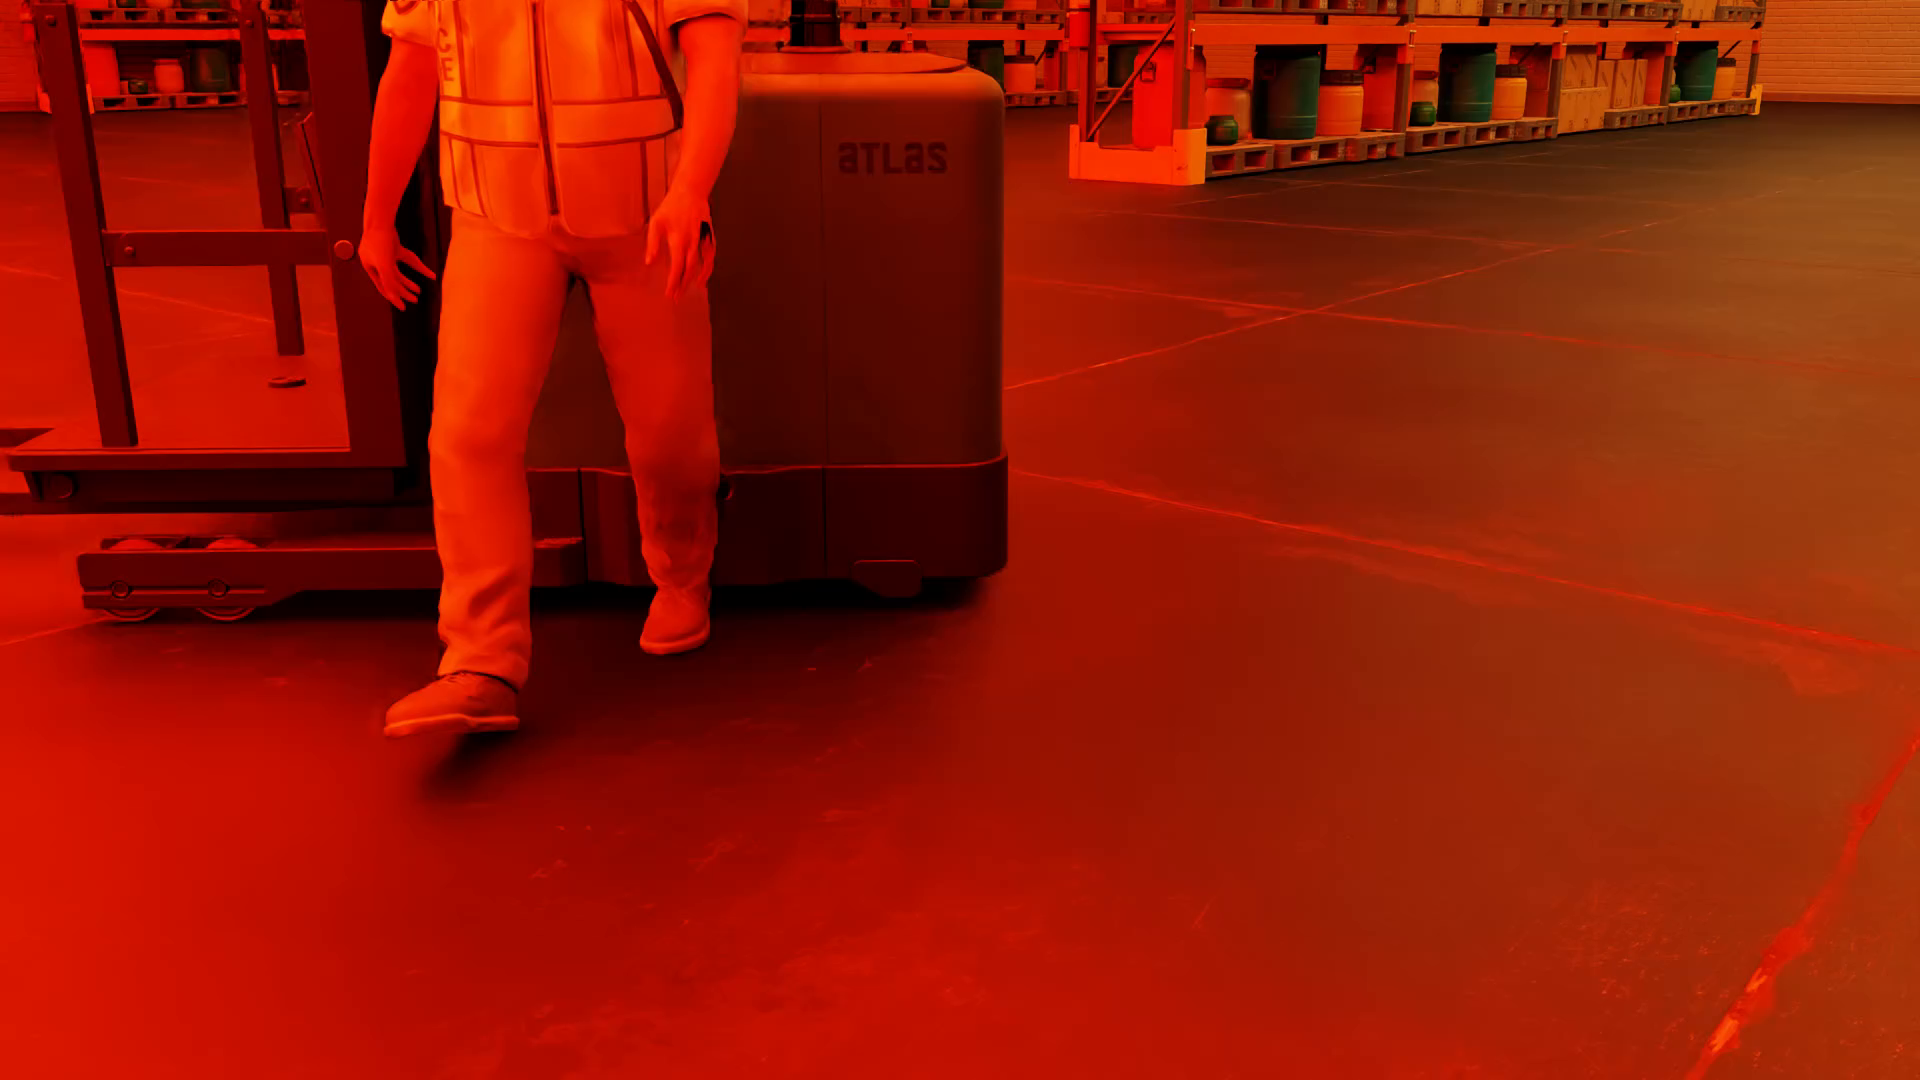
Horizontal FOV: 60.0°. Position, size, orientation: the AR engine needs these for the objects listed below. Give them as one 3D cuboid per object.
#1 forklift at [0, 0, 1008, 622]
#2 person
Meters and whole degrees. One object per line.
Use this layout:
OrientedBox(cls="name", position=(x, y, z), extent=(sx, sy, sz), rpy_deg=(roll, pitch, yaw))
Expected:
OrientedBox(cls="forklift", position=(-1.430, -1.392, 3.482), extent=(3.031, 2.935, 1.130), rpy_deg=(-1, 17, -2))
OrientedBox(cls="person", position=(-0.699, -0.524, 2.787), extent=(0.705, 1.690, 0.885), rpy_deg=(-1, 17, -4))
